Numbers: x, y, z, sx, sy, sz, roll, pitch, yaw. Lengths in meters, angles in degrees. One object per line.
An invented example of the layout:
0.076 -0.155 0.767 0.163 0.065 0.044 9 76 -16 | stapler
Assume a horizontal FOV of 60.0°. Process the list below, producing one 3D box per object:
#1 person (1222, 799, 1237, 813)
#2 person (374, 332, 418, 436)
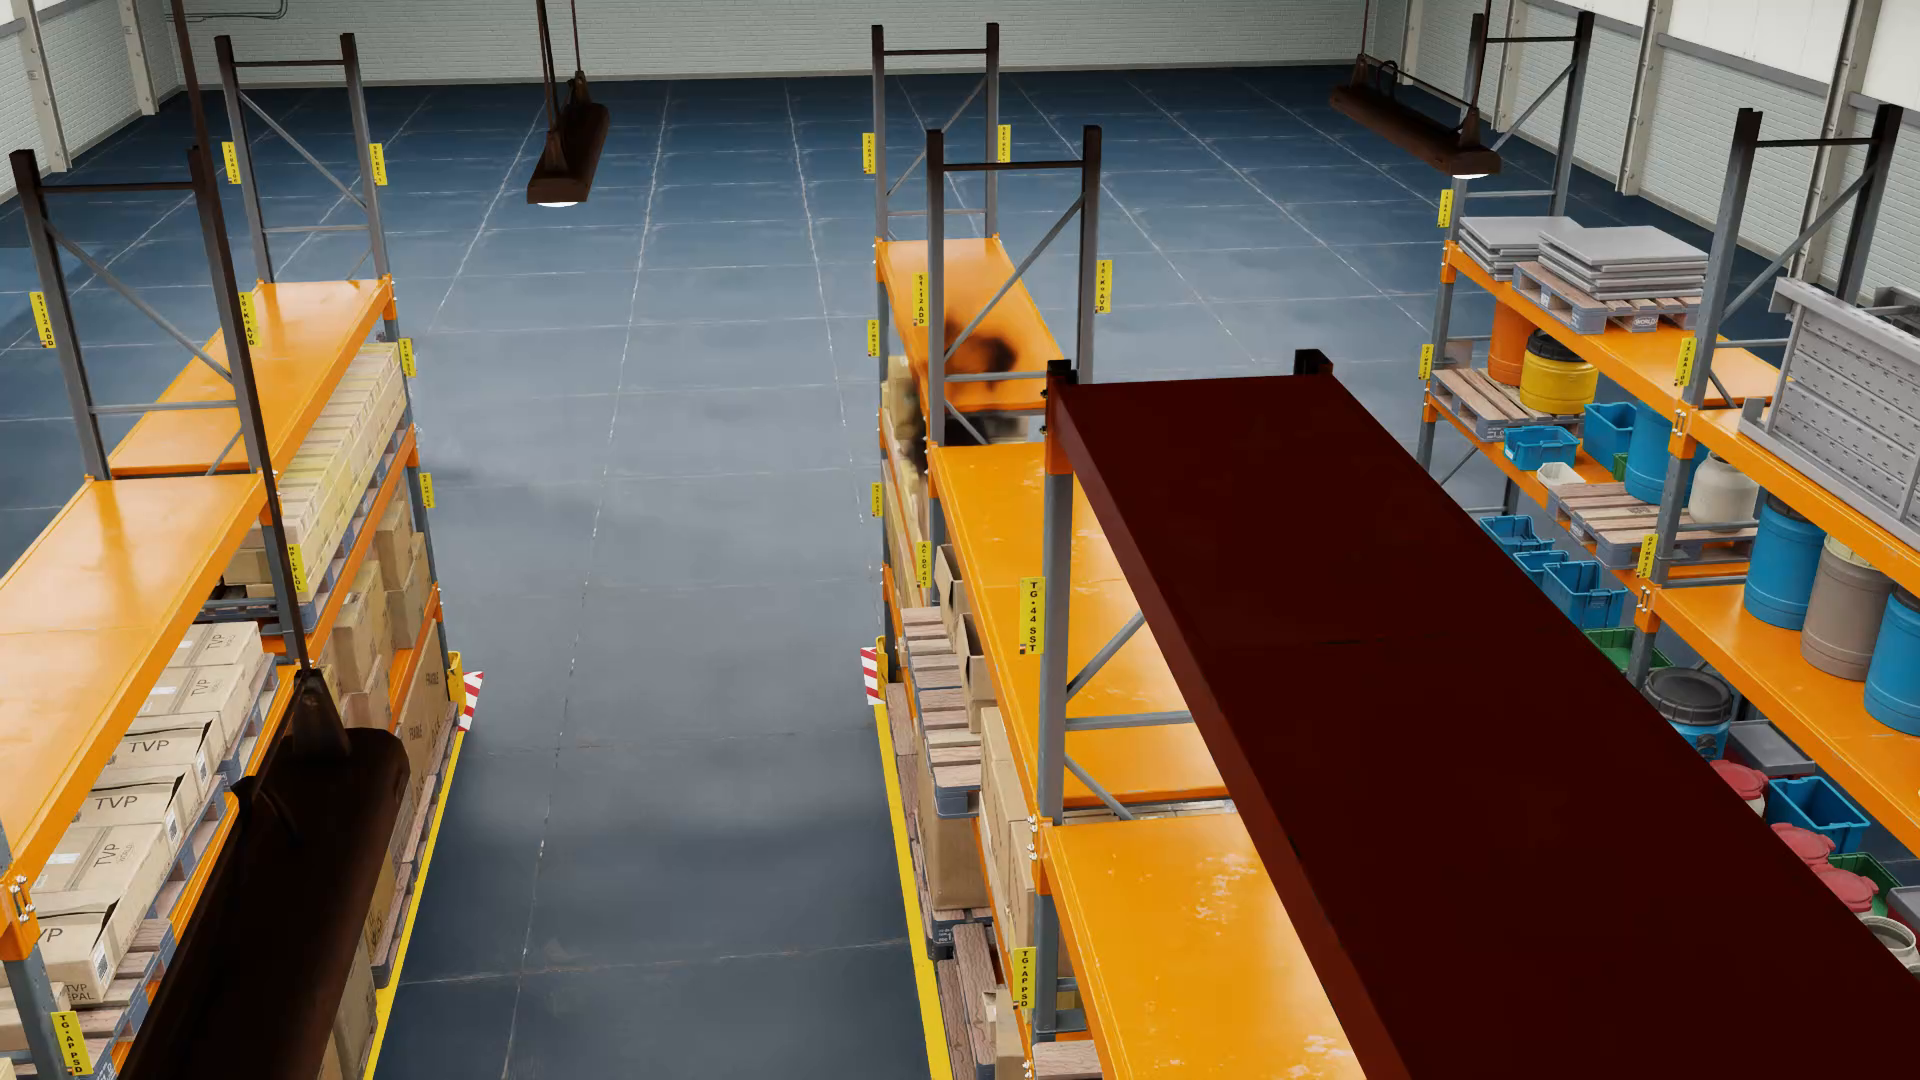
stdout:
1.800 2.082 12.230 0.577 1.679 0.682 -7 26 -14 | person
-6.992 -1.774 20.339 0.556 1.627 0.559 11 28 22 | person
